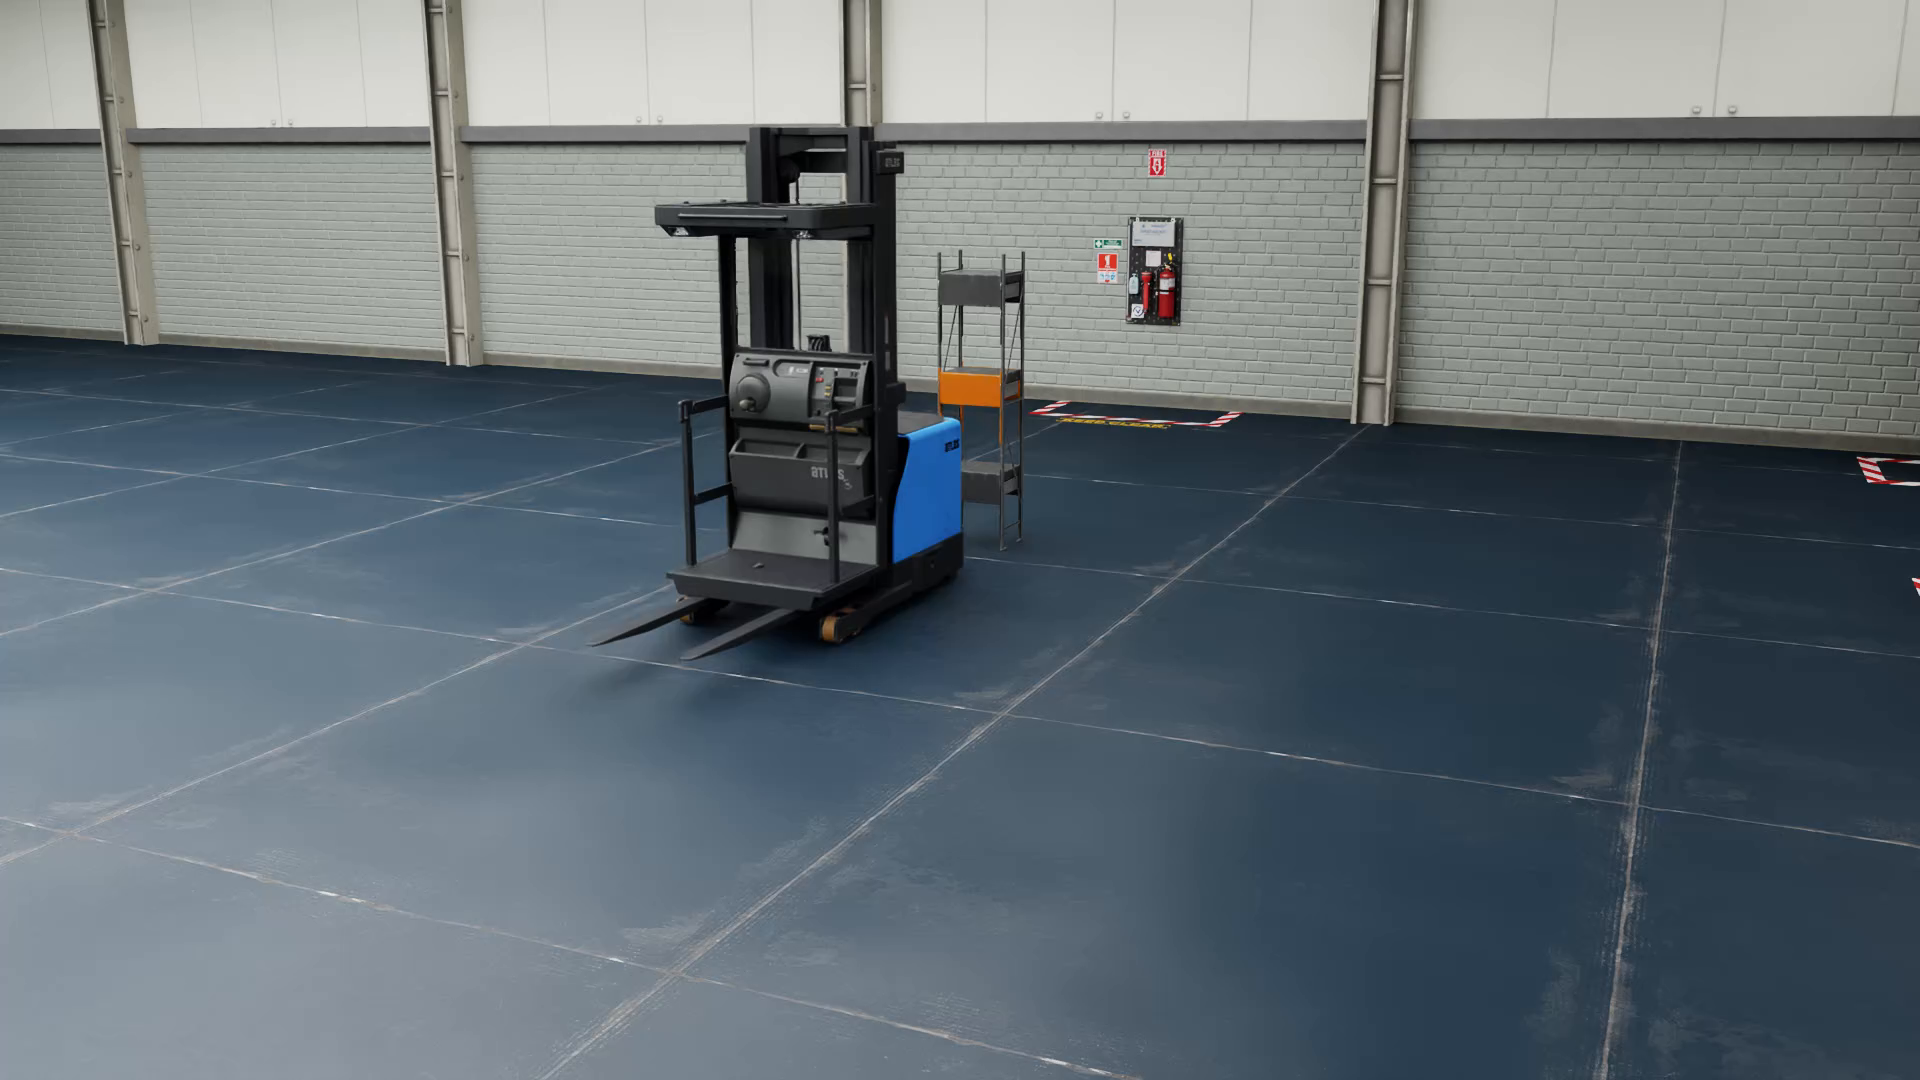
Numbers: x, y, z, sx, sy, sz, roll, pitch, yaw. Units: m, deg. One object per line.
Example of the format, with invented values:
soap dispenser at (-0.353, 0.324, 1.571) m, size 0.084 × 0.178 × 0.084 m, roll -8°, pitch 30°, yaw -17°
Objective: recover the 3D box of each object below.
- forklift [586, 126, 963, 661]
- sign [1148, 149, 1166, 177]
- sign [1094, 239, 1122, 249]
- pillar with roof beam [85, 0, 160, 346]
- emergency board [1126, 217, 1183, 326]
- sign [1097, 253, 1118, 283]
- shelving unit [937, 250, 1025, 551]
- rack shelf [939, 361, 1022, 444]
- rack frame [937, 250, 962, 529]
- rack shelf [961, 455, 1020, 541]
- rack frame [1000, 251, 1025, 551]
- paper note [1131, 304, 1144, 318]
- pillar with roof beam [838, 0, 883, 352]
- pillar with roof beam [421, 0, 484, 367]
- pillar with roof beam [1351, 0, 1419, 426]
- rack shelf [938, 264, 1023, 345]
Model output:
forklift at (-1.062, -0.934, 9.819) m, size 1.130 × 2.935 × 3.031 m, roll 6°, pitch 15°, yaw 24°
sign at (2.139, -4.087, 18.033) m, size 0.199 × 0.298 × 0.001 m, roll 6°, pitch 14°, yaw 23°
sign at (1.643, -3.283, 18.441) m, size 0.331 × 0.109 × 0.001 m, roll 6°, pitch 14°, yaw 23°
pillar with roof beam at (-13.851, -6.388, 19.778) m, size 0.400 × 9.000 × 9.100 m, roll 6°, pitch 14°, yaw 23°
emergency board at (2.106, -2.937, 18.206) m, size 0.643 × 1.169 × 0.194 m, roll 6°, pitch 14°, yaw 23°
sign at (1.642, -3.027, 18.512) m, size 0.234 × 0.329 × 0.001 m, roll 6°, pitch 14°, yaw 23°
shelving unit at (0.151, -1.007, 11.950) m, size 0.503 × 2.100 × 0.431 m, roll 6°, pitch 14°, yaw 23°
rack shelf at (0.151, -0.994, 11.953) m, size 0.480 × 0.518 × 0.431 m, roll 6°, pitch 14°, yaw 23°
rack frame at (-0.072, -1.029, 12.046) m, size 0.015 × 2.100 × 0.400 m, roll 6°, pitch 14°, yaw 23°
rack shelf at (0.151, -0.312, 12.113) m, size 0.480 × 0.518 × 0.431 m, roll 6°, pitch 14°, yaw 23°
rack frame at (0.374, -0.984, 11.853) m, size 0.015 × 2.100 × 0.400 m, roll 6°, pitch 14°, yaw 23°
paper note at (1.972, -2.539, 18.438) m, size 0.142 × 0.148 × 0.016 m, roll 6°, pitch 14°, yaw 23°
pillar with roof beam at (-2.880, -5.277, 15.046) m, size 0.400 × 9.000 × 9.100 m, roll 6°, pitch 14°, yaw 23°
pillar with roof beam at (-8.365, -5.832, 17.412) m, size 0.400 × 9.000 × 9.100 m, roll 6°, pitch 14°, yaw 23°
pillar with roof beam at (2.606, -4.722, 12.680) m, size 0.400 × 9.000 × 9.100 m, roll 6°, pitch 14°, yaw 23°
rack shelf at (0.151, -1.675, 11.793) m, size 0.480 × 0.518 × 0.431 m, roll 6°, pitch 14°, yaw 23°
